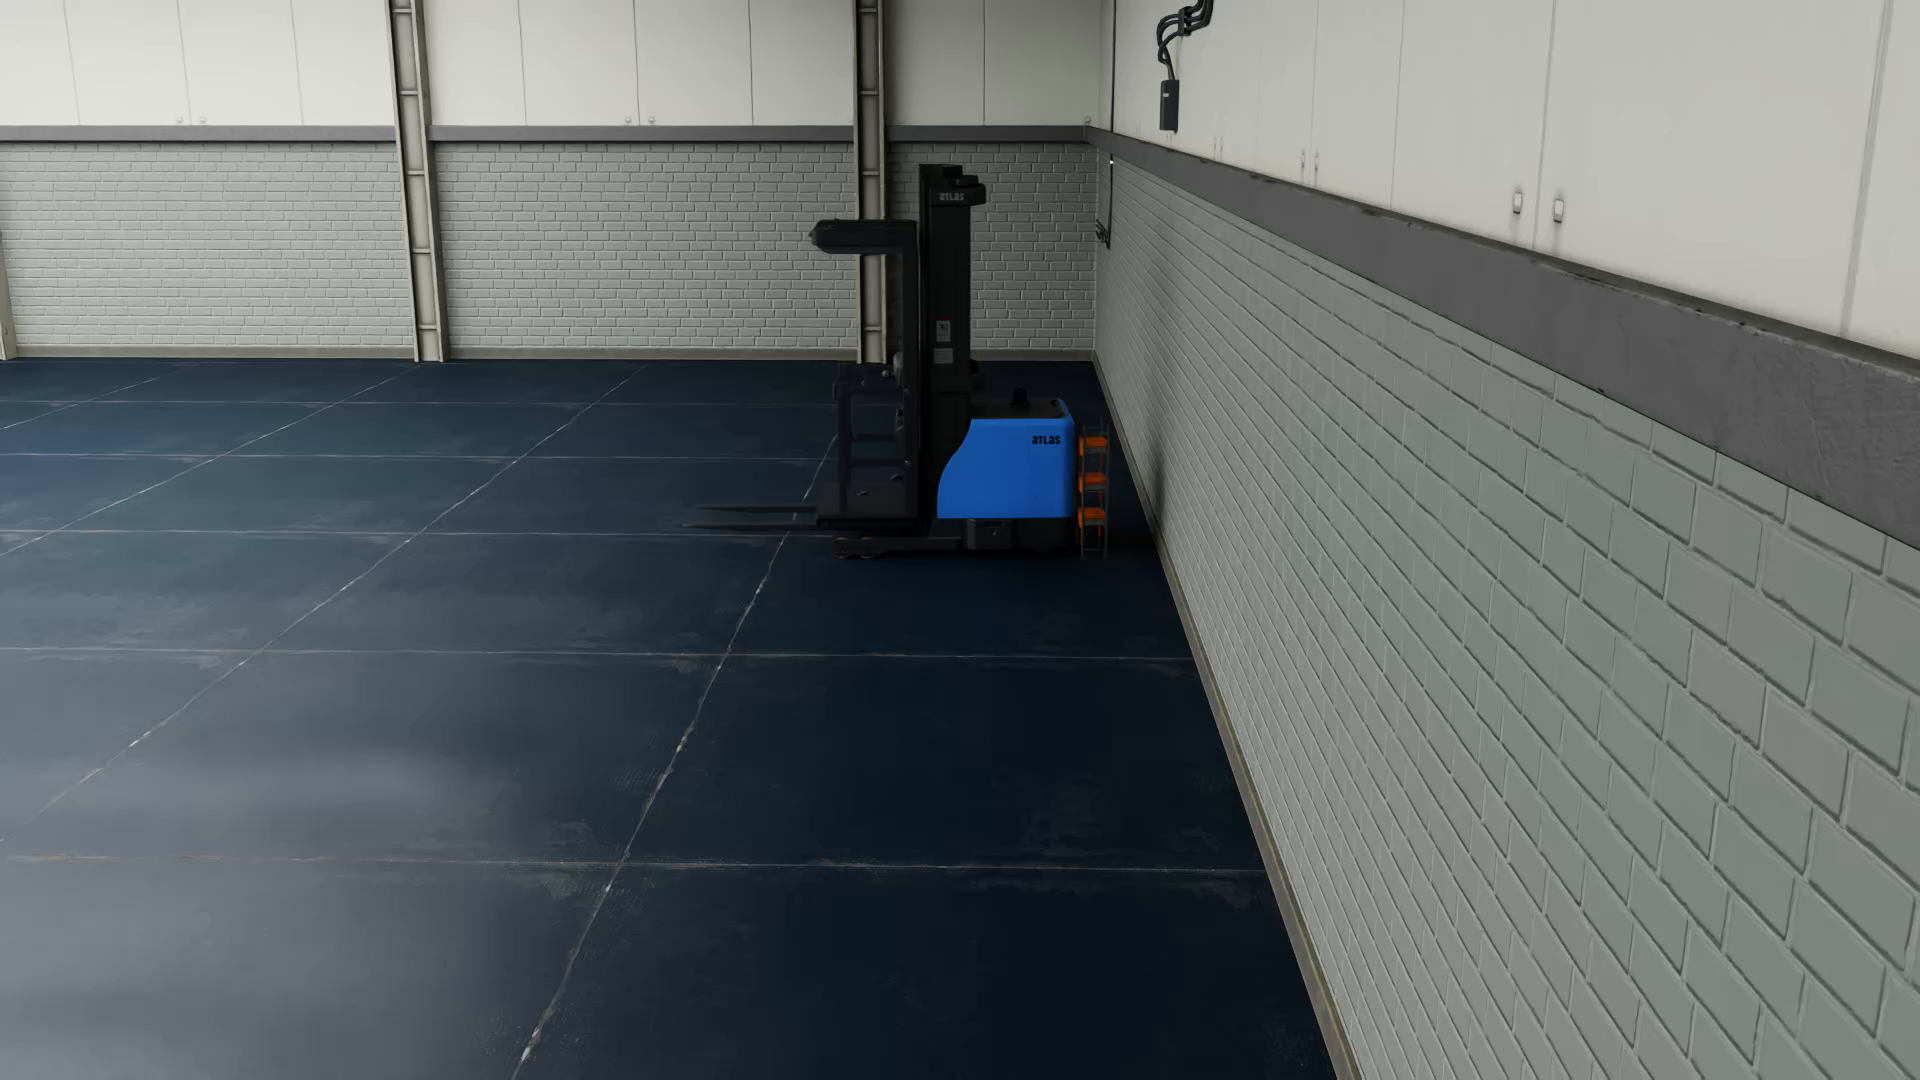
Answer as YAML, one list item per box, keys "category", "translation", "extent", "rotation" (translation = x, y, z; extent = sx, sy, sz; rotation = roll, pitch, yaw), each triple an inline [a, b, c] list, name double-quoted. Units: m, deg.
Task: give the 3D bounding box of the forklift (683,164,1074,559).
- category: "forklift"
  translation: [-0.642, -1.408, 12.932]
  extent: [3.031, 2.935, 1.130]
  rotation: [0, 15, -2]

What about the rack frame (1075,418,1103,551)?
- category: "rack frame"
  translation: [1.000, -0.427, 12.902]
  extent: [0.200, 1.050, 0.008]
  rotation: [-2, 15, -7]

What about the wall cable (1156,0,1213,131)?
- category: "wall cable"
  translation: [1.475, -5.631, 10.376]
  extent: [0.169, 6.003, 2.305]
  rotation: [0, 15, 1]

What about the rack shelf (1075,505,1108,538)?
- category: "rack shelf"
  translation: [1.015, -0.118, 12.859]
  extent: [0.215, 0.259, 0.240]
  rotation: [-2, 15, -7]

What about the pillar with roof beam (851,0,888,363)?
- category: "pillar with roof beam"
  translation: [-1.287, -5.666, 17.175]
  extent: [0.400, 9.000, 9.100]
  rotation: [0, 15, 1]

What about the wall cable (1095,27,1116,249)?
- category: "wall cable"
  translation: [1.734, -4.906, 20.381]
  extent: [0.112, 2.526, 3.097]
  rotation: [0, 15, 1]

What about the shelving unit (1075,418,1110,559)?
- category: "shelving unit"
  translation: [1.015, -0.397, 12.785]
  extent: [0.215, 1.050, 0.252]
  rotation: [-2, 15, -7]

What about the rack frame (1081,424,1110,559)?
- category: "rack frame"
  translation: [1.031, -0.366, 12.668]
  extent: [0.200, 1.050, 0.008]
  rotation: [-2, 15, -7]

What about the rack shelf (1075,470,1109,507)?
- category: "rack shelf"
  translation: [1.015, -0.386, 12.788]
  extent: [0.215, 0.259, 0.240]
  rotation: [-2, 15, -7]

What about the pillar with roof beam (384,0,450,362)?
- category: "pillar with roof beam"
  translation: [-7.286, -5.705, 17.323]
  extent: [0.400, 9.000, 9.100]
  rotation: [0, 15, 1]

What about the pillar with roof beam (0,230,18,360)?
- category: "pillar with roof beam"
  translation: [-13.284, -5.744, 17.471]
  extent: [0.400, 9.000, 9.100]
  rotation: [0, 15, 1]

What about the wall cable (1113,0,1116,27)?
- category: "wall cable"
  translation: [1.665, -6.658, 17.122]
  extent: [0.112, 2.526, 3.097]
  rotation: [0, 15, 1]

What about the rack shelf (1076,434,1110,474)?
- category: "rack shelf"
  translation: [1.015, -0.661, 12.715]
  extent: [0.215, 0.259, 0.240]
  rotation: [-2, 15, -7]
